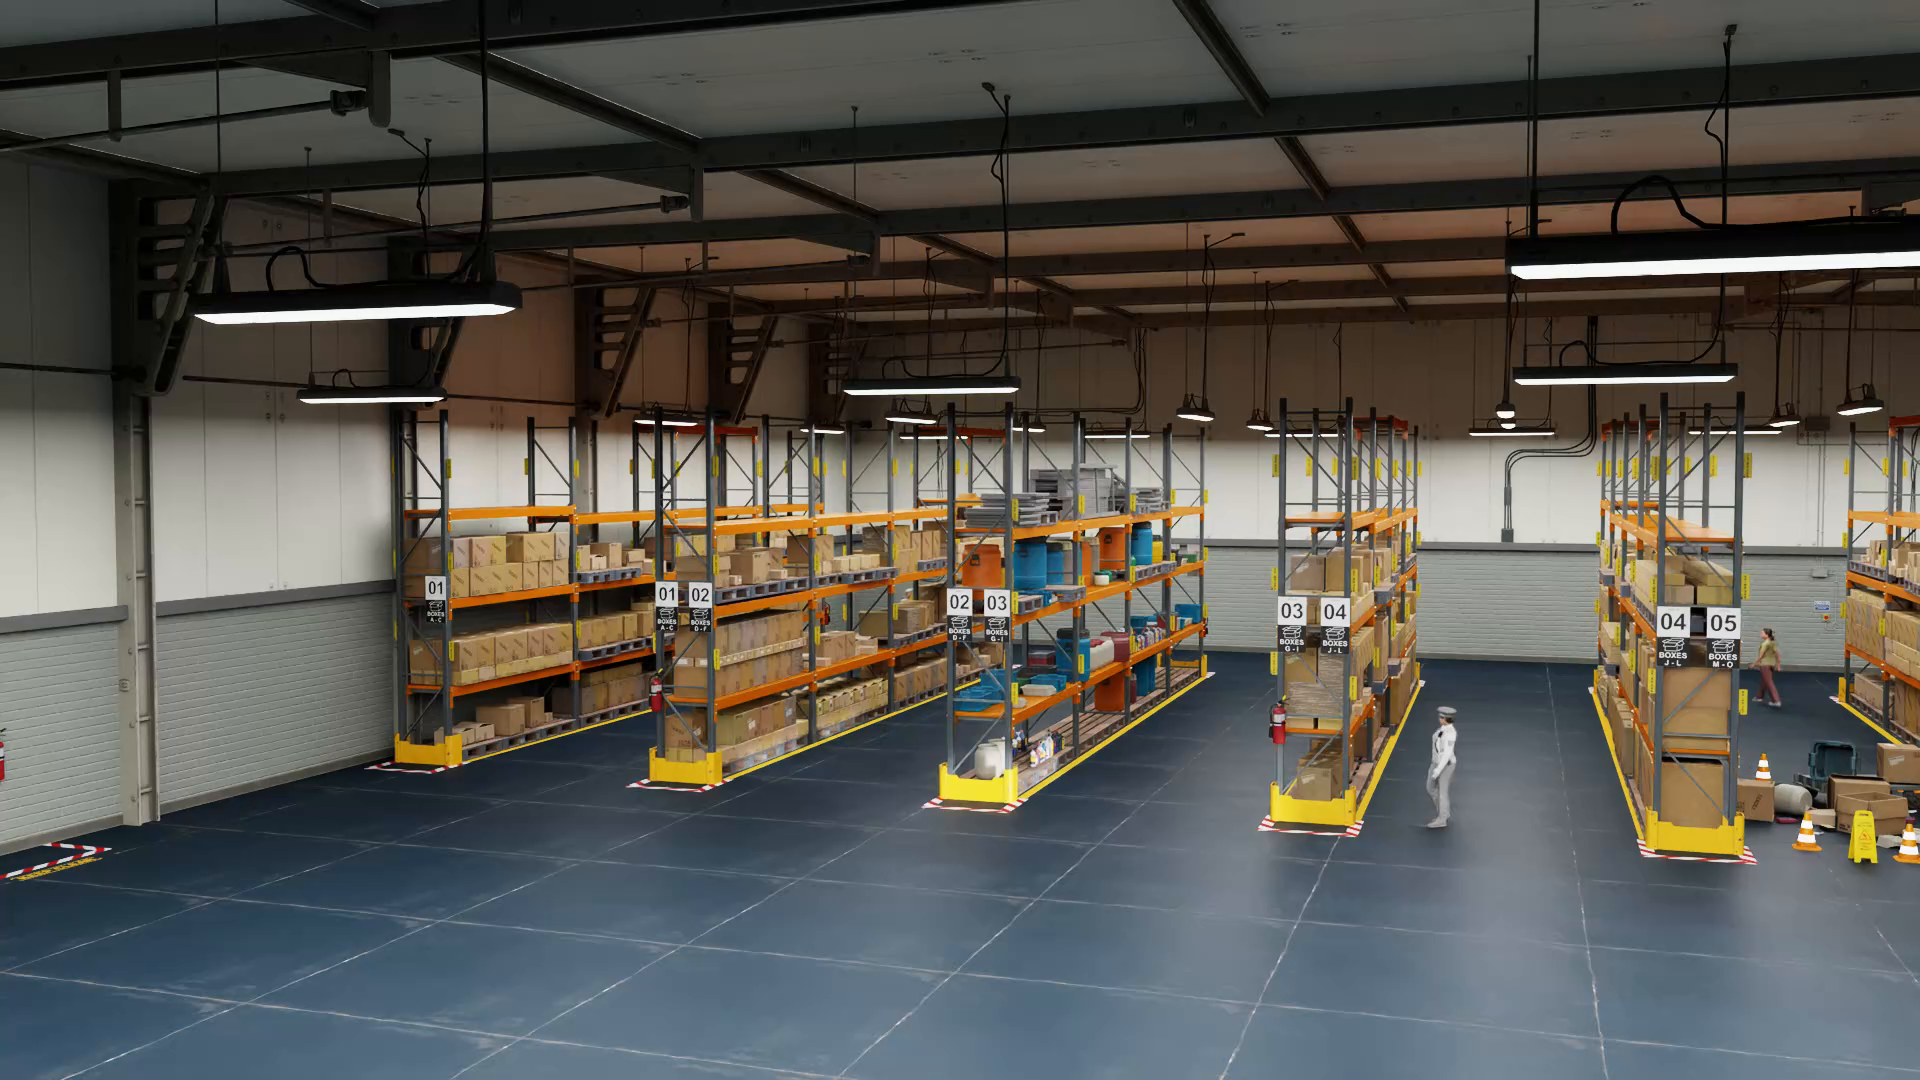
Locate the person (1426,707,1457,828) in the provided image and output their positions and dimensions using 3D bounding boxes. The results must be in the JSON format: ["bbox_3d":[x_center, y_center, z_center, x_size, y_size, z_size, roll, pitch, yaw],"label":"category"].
[{"bbox_3d":[6.706,3.180,23.253,0.438,1.699,0.556,0,2,-8],"label":"person"}]

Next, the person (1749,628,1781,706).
[{"bbox_3d":[16.977,2.654,35.111,0.577,1.617,0.964,-1,3,-17],"label":"person"}]

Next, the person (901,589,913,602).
[{"bbox_3d":[-1.401,2.180,44.848,0.516,1.722,1.005,1,3,15],"label":"person"}]
